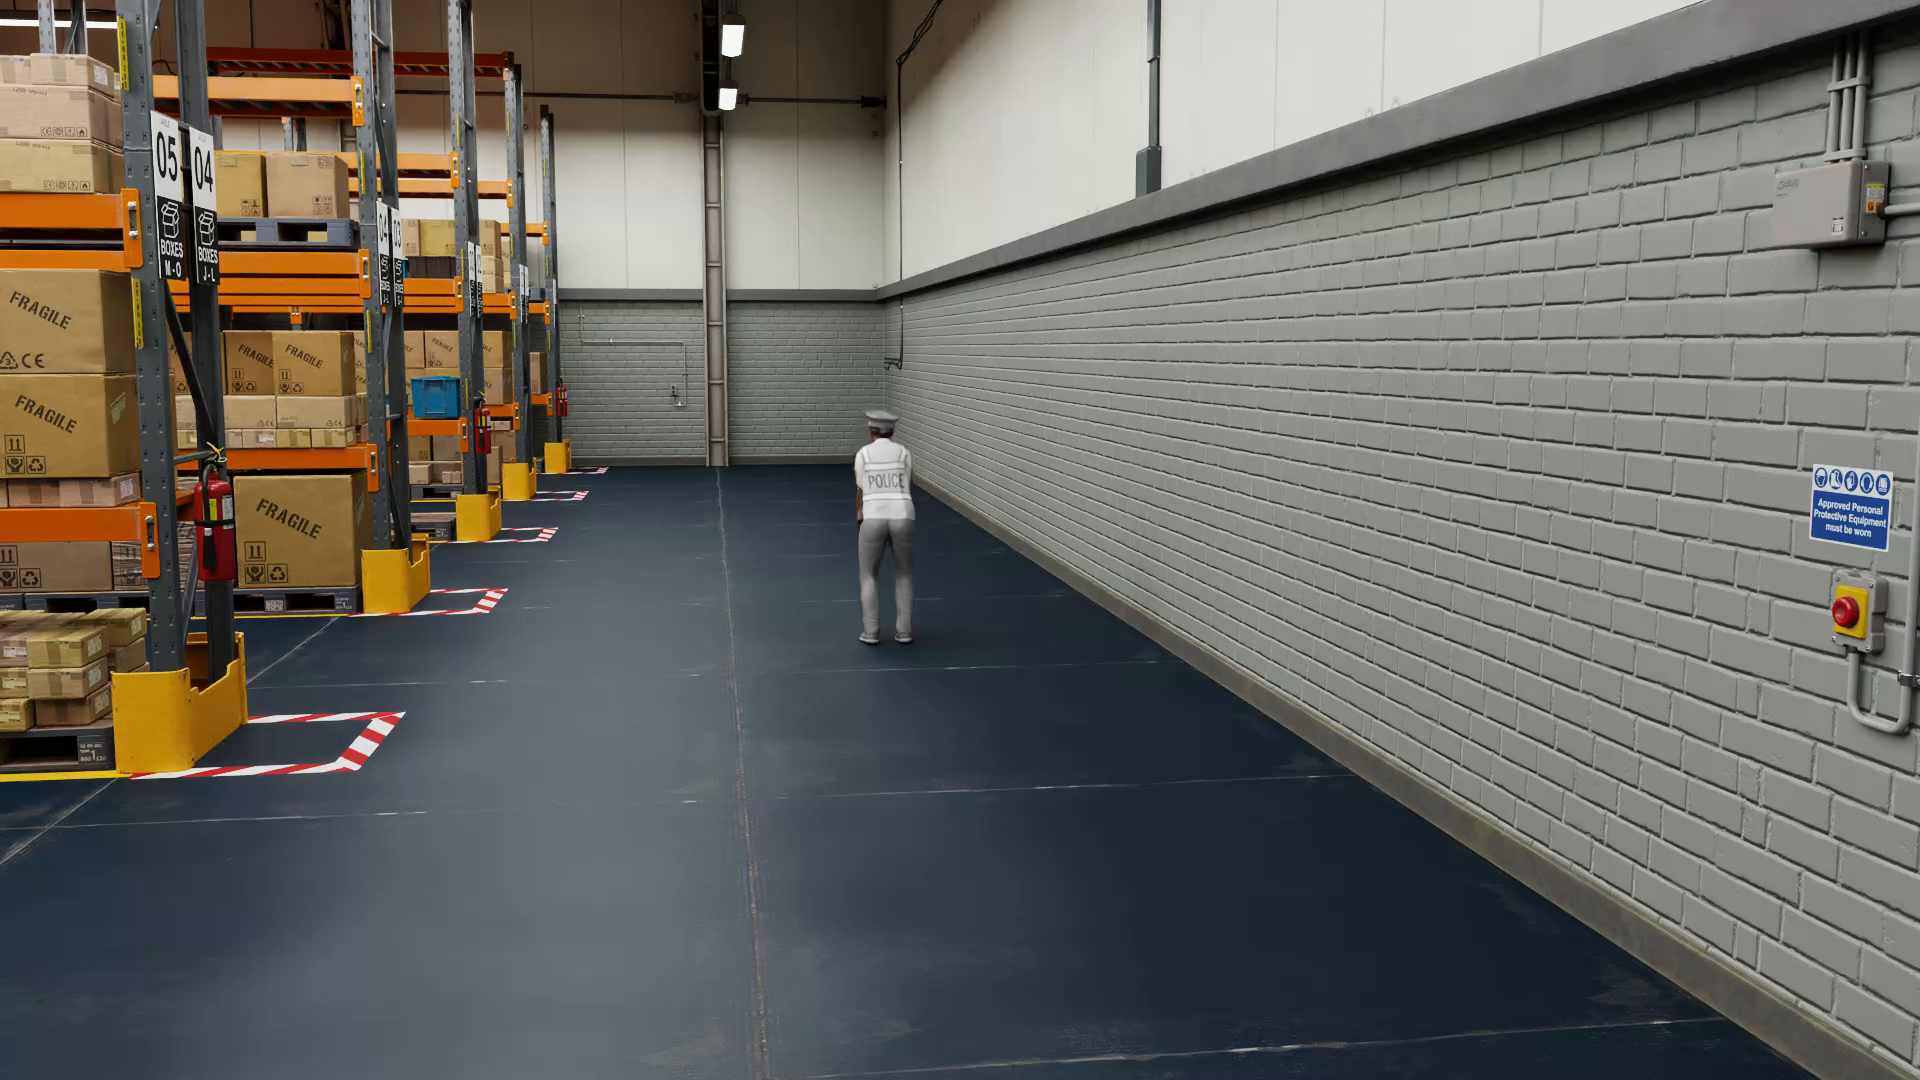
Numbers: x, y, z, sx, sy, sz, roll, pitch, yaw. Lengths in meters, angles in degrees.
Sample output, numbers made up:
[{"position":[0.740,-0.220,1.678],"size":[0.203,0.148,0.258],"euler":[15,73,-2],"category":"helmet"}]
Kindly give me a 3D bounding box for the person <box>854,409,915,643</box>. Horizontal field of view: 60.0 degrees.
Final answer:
[{"position":[-0.538,-0.097,11.791],"size":[0.416,1.646,0.554],"euler":[-1,7,-10],"category":"person"}]
